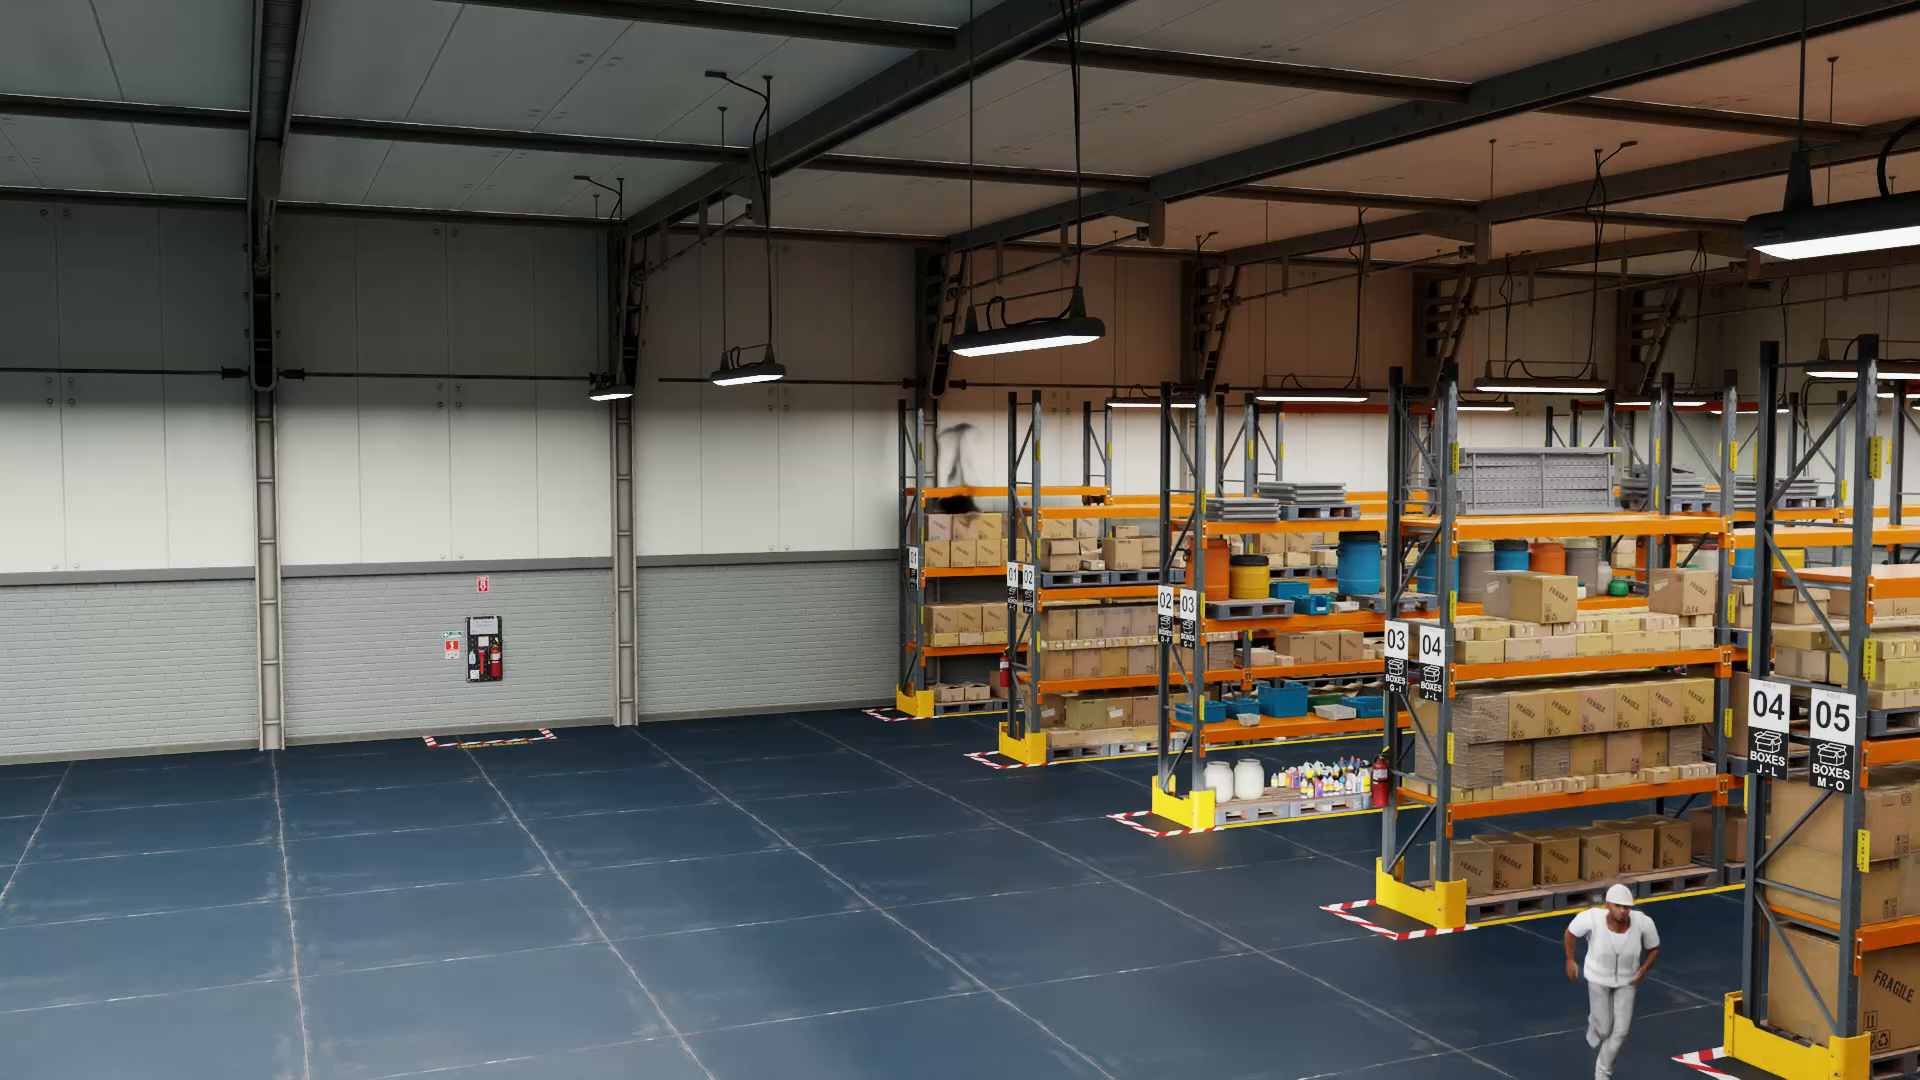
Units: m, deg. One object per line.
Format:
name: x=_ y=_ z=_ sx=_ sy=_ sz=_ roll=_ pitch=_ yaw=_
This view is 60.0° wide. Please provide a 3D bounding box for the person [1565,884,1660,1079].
person: x=5.242 y=3.553 z=13.384 sx=0.694 sy=1.690 sz=0.798 roll=0 pitch=3 yaw=7
